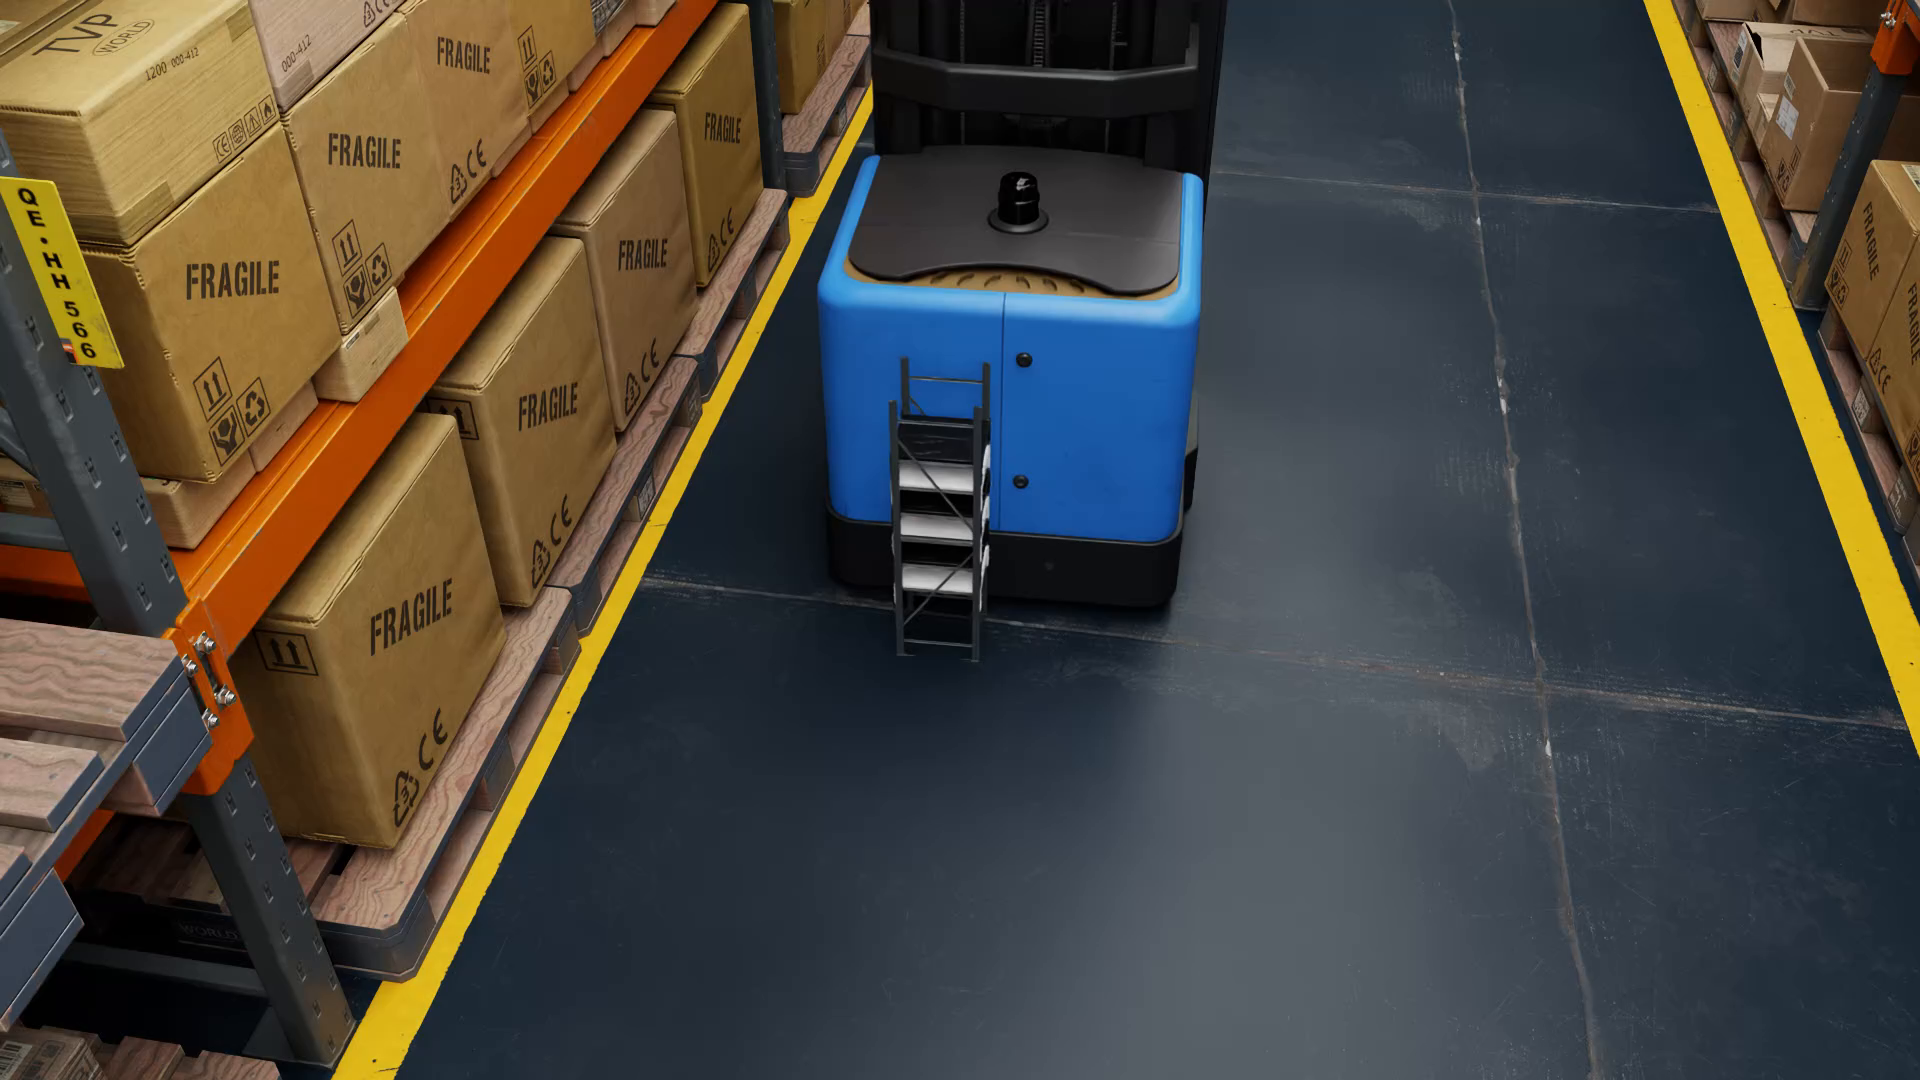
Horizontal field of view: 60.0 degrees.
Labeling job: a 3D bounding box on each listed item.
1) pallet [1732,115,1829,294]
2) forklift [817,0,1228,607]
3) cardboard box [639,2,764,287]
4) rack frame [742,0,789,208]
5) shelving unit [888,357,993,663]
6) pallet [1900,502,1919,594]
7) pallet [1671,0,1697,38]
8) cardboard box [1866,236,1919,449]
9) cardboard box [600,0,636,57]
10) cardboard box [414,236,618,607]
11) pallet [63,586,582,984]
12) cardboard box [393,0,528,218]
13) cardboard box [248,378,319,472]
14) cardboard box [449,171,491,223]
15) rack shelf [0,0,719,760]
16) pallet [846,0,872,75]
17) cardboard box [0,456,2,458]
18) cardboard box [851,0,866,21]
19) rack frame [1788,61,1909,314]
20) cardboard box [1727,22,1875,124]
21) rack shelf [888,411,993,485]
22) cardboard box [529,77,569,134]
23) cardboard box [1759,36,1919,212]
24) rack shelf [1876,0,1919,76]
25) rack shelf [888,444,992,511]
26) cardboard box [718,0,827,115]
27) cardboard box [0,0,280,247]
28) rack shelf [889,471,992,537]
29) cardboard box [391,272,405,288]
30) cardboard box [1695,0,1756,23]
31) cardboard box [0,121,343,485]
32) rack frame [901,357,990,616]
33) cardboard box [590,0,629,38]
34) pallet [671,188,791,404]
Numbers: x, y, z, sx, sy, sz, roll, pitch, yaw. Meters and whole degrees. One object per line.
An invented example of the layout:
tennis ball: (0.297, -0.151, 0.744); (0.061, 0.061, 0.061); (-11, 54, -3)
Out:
pallet: (3.783, -1.363, 6.733); (1.003, 0.211, 1.213); (6, 40, 8)
forklift: (0.297, -1.866, 5.206); (1.130, 2.935, 3.031); (4, 40, 5)
cardboard box: (-1.201, -1.462, 6.022); (0.750, 0.750, 0.750); (7, 40, 8)
rack frame: (-1.216, -2.551, 5.981); (1.000, 3.000, 0.127); (6, 40, 8)
shelving unit: (-0.051, -0.066, 4.624); (0.258, 0.900, 0.210); (4, 40, 5)
pallet: (3.351, 0.350, 4.661); (1.003, 0.211, 1.213); (6, 40, 8)
pallet: (4.205, -2.894, 8.585); (1.003, 0.211, 1.213); (6, 40, 8)
cardboard box: (3.258, -0.601, 5.239); (0.500, 0.500, 0.500); (7, 40, 8)
cardboard box: (-1.201, -1.582, 4.990); (0.380, 0.149, 0.250); (6, 40, 8)
cardboard box: (-1.494, -0.370, 4.701); (0.750, 0.750, 0.750); (6, 40, 7)
pallet: (-1.698, 0.548, 4.422); (1.003, 0.211, 1.213); (6, 40, 8)
cardboard box: (-1.386, -1.117, 3.919); (0.500, 0.500, 0.500); (6, 40, 7)
cardboard box: (-1.571, -0.290, 3.428); (0.380, 0.149, 0.250); (7, 40, 8)
cardboard box: (-1.428, -0.943, 4.218); (0.380, 0.149, 0.250); (7, 40, 8)
rack shelf: (-1.562, -1.019, 4.692); (1.077, 0.370, 4.000); (6, 40, 8)
pallet: (-0.799, -2.713, 8.365); (1.003, 0.211, 1.213); (6, 40, 8)
cardboard box: (-2.104, -0.184, 3.300); (0.380, 0.149, 0.250); (7, 40, 8)
cardboard box: (-0.805, -2.844, 7.968); (0.700, 0.500, 0.500); (7, 40, 9)
rack frame: (3.663, -2.007, 5.324); (1.000, 3.000, 0.127); (6, 40, 8)
cardboard box: (3.612, -2.000, 7.080); (0.500, 0.311, 0.500); (6, 40, 8)
rack shelf: (-0.051, -0.249, 4.473); (0.258, 0.077, 0.200); (4, 40, 5)
cardboard box: (-1.316, -1.261, 4.602); (0.380, 0.149, 0.250); (8, 40, 9)
cardboard box: (3.482, -1.602, 6.450); (0.500, 0.500, 0.500); (6, 40, 8)
rack shelf: (3.317, -0.475, 4.035); (1.077, 0.370, 4.000); (6, 40, 8)
rack shelf: (-0.051, -0.179, 4.531); (0.258, 0.077, 0.200); (4, 40, 5)
cardboard box: (-0.986, -2.207, 7.198); (0.700, 0.500, 0.500); (7, 40, 8)
cardboard box: (-1.571, -0.765, 2.905); (0.500, 0.250, 0.500); (7, 40, 9)
rack shelf: (-0.051, -0.110, 4.588); (0.258, 0.077, 0.200); (4, 40, 5)
cardboard box: (-1.520, -0.619, 3.826); (0.380, 0.149, 0.250); (6, 40, 7)
cardboard box: (3.809, -2.690, 7.962); (0.500, 0.250, 0.500); (6, 40, 8)
cardboard box: (-1.572, -0.478, 3.147); (0.500, 0.500, 0.500); (8, 40, 9)
rack frame: (-0.039, -0.131, 4.702); (0.240, 0.900, 0.006); (4, 40, 5)
cardboard box: (-1.222, -1.759, 4.696); (0.500, 0.500, 0.500); (6, 40, 8)
pallet: (-1.276, -0.984, 6.274); (1.003, 0.211, 1.213); (6, 40, 8)
